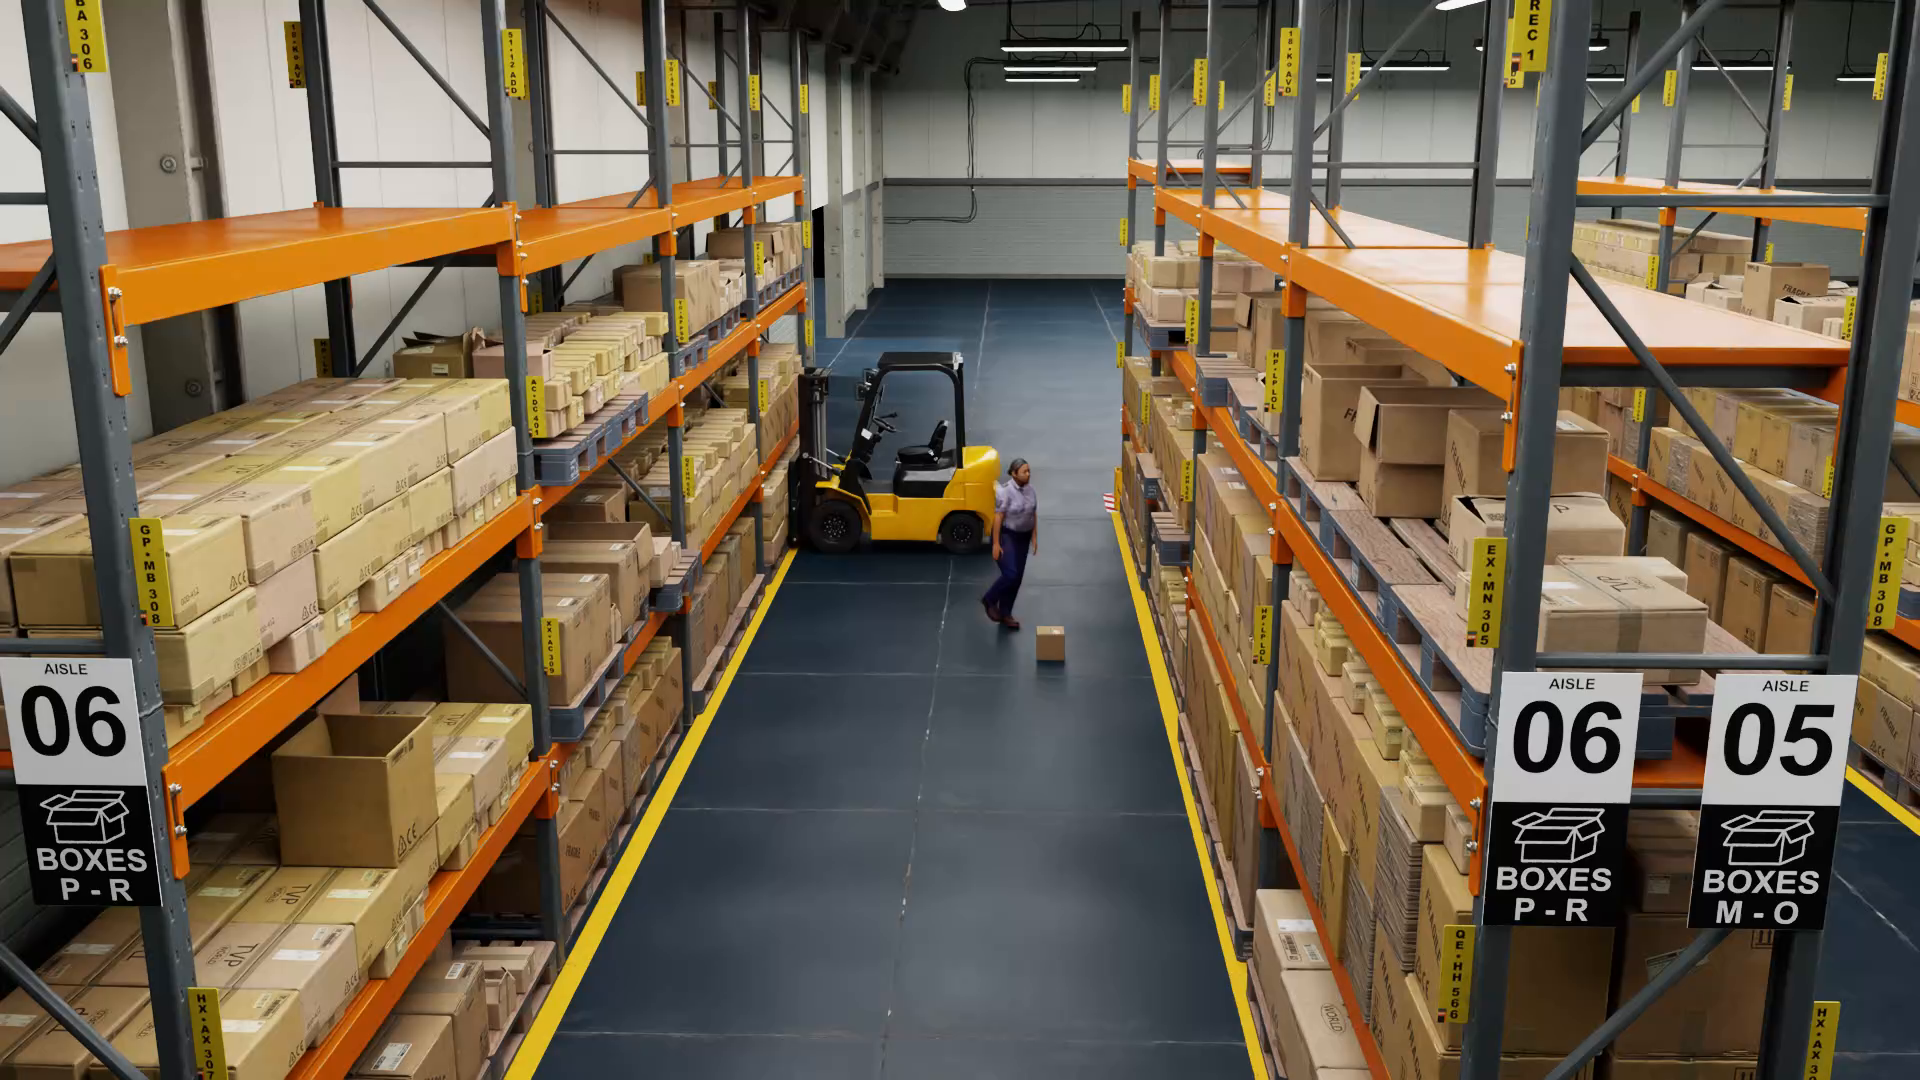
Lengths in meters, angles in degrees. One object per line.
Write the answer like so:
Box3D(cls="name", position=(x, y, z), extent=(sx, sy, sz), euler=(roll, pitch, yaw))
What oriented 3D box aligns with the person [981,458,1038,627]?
Box3D(cls="person", position=(0.483, 0.031, 15.905), extent=(0.576, 1.613, 0.477), euler=(-12, 19, -40))
